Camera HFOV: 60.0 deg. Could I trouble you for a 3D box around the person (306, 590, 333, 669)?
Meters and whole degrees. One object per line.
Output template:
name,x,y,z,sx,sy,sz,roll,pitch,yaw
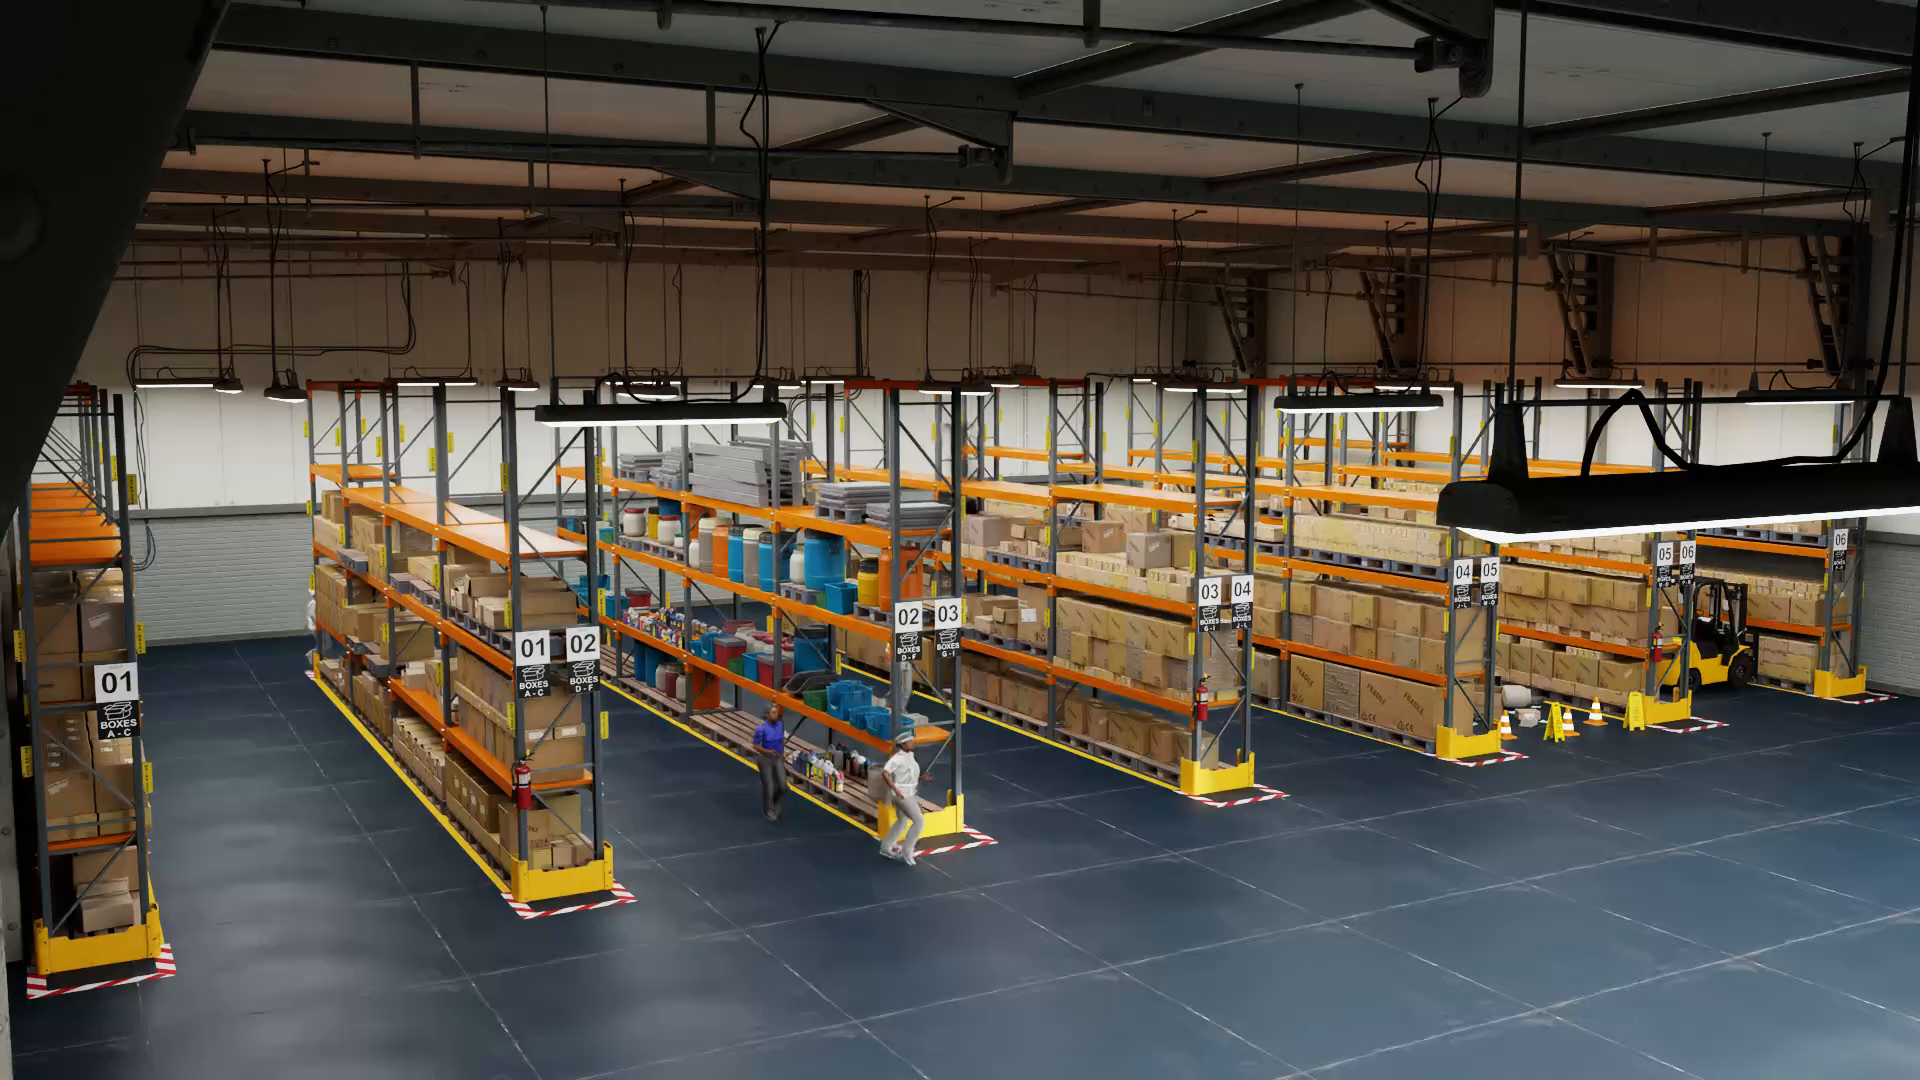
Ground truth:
person,-13.318,1.815,34.492,0.544,1.730,0.667,-3,7,-29

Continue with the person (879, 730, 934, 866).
person,-0.683,3.267,21.063,0.709,1.733,0.551,1,6,11

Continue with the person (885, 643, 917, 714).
person,-1.069,2.329,30.092,0.595,1.622,0.561,-4,7,-32

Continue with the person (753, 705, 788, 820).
person,-2.584,3.084,22.966,0.557,1.621,0.569,-4,8,-36
